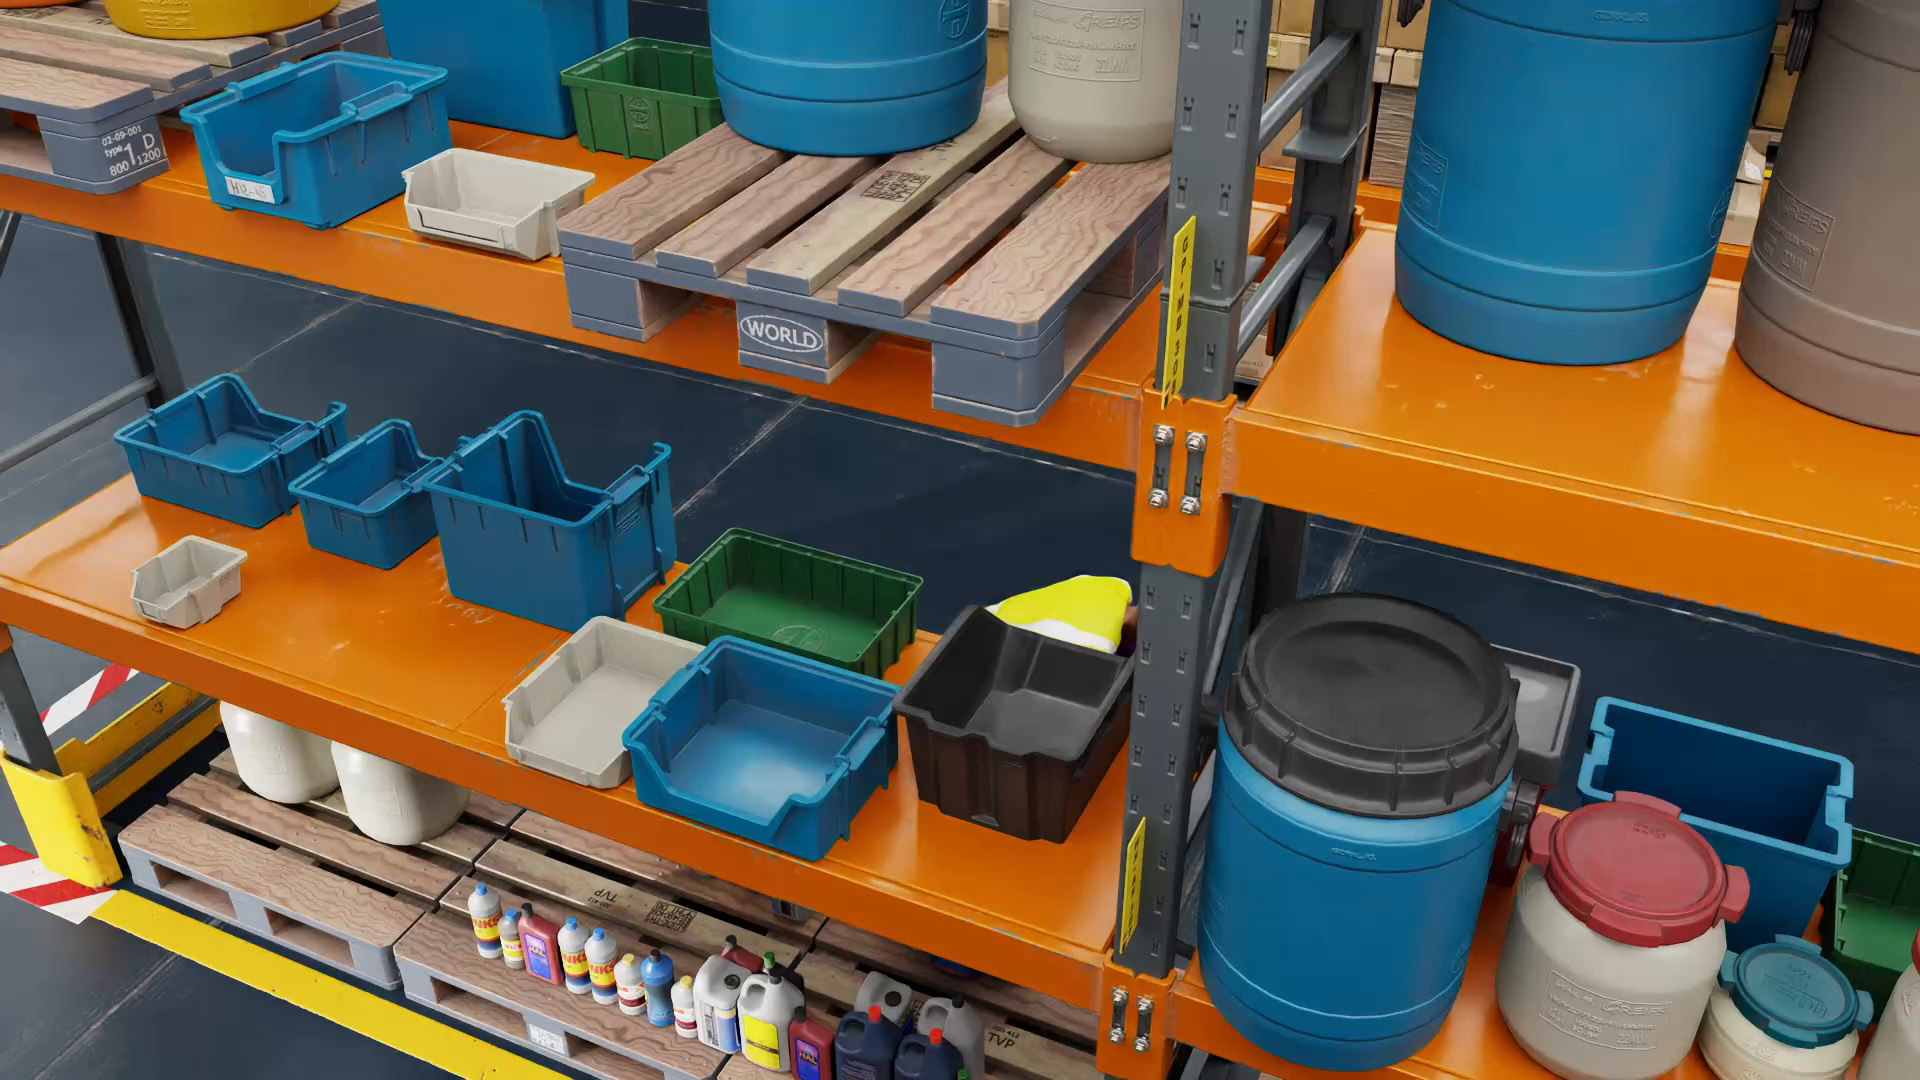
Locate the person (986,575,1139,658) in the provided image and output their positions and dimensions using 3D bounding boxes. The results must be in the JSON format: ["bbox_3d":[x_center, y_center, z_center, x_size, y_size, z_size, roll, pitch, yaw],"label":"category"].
[{"bbox_3d":[0.418,0.496,6.159,0.896,0.902,0.561,15,36,21],"label":"person"}]
